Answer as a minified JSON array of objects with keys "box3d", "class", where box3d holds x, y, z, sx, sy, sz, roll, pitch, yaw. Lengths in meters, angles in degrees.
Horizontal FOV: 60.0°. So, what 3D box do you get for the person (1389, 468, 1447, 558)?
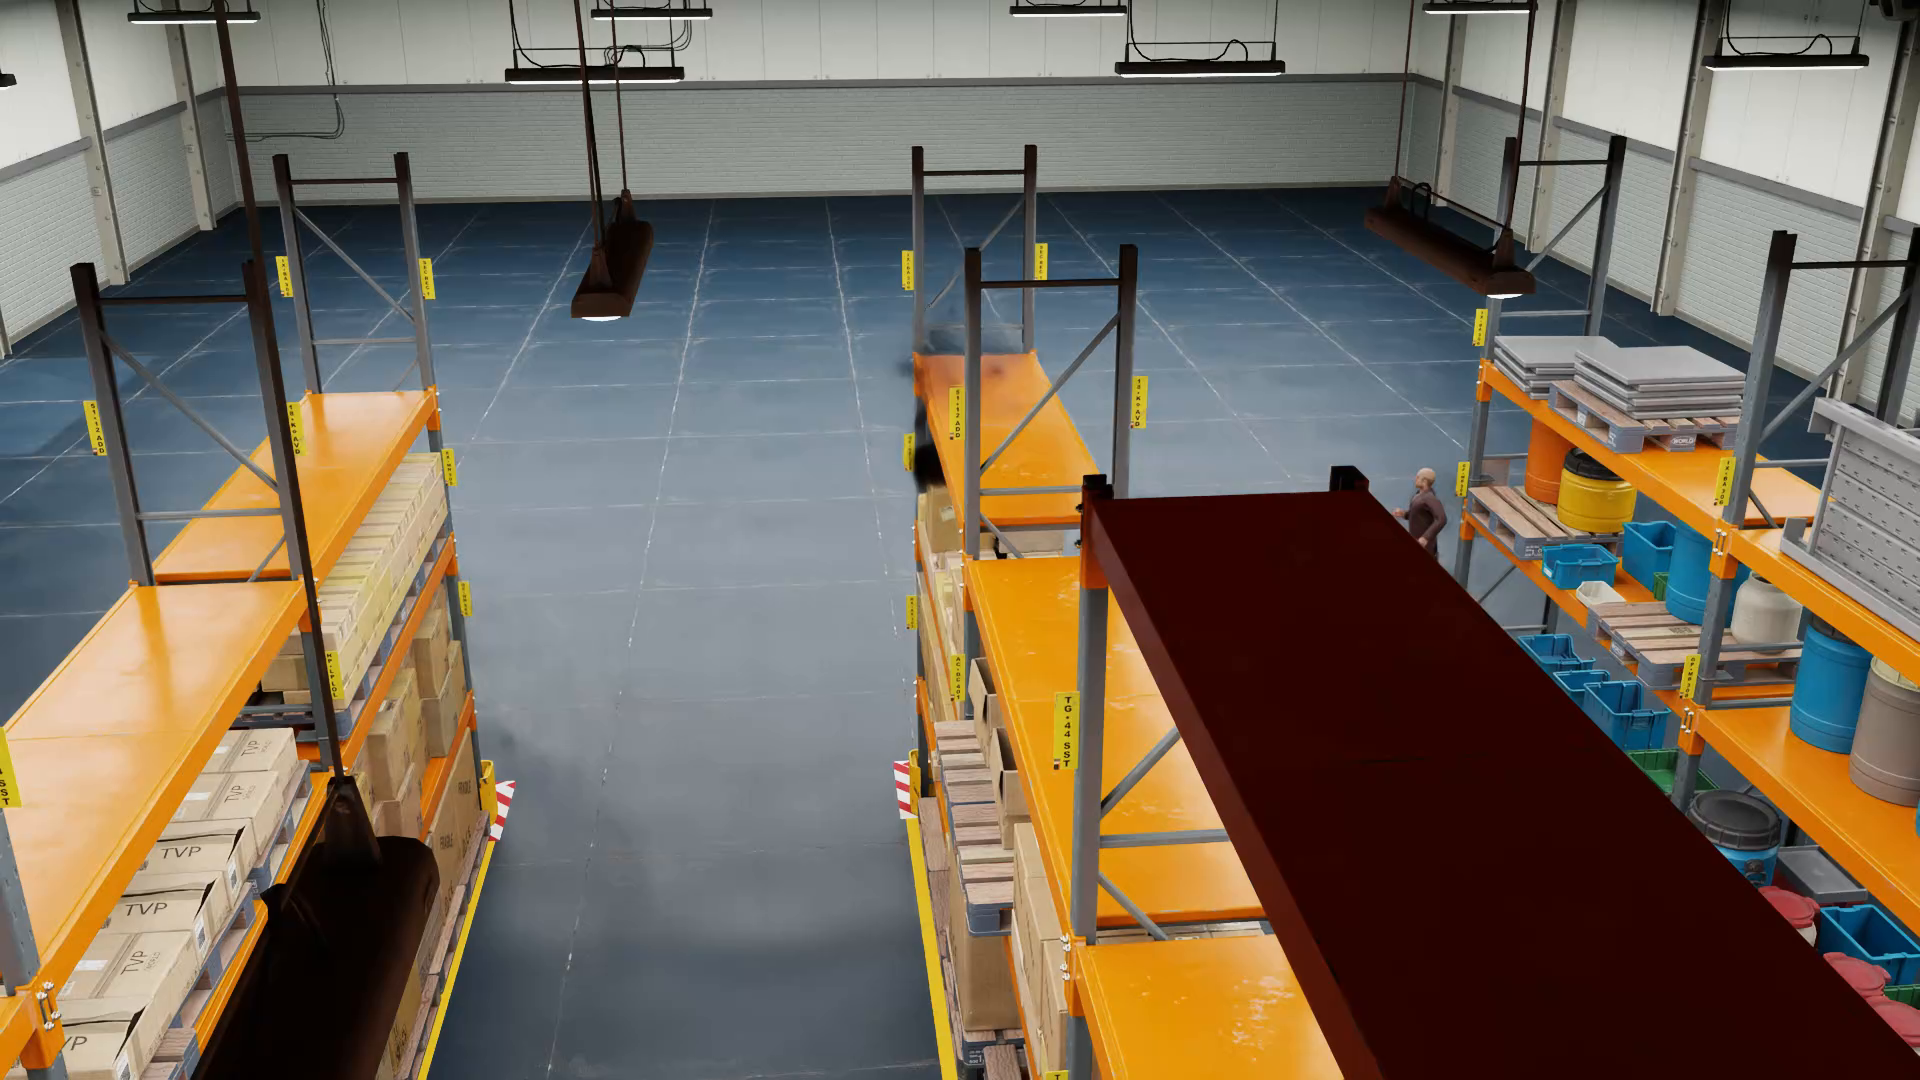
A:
[{"box3d":[5.313,0.074,19.081,0.846,1.867,0.740,8,23,19],"class":"person"}]
